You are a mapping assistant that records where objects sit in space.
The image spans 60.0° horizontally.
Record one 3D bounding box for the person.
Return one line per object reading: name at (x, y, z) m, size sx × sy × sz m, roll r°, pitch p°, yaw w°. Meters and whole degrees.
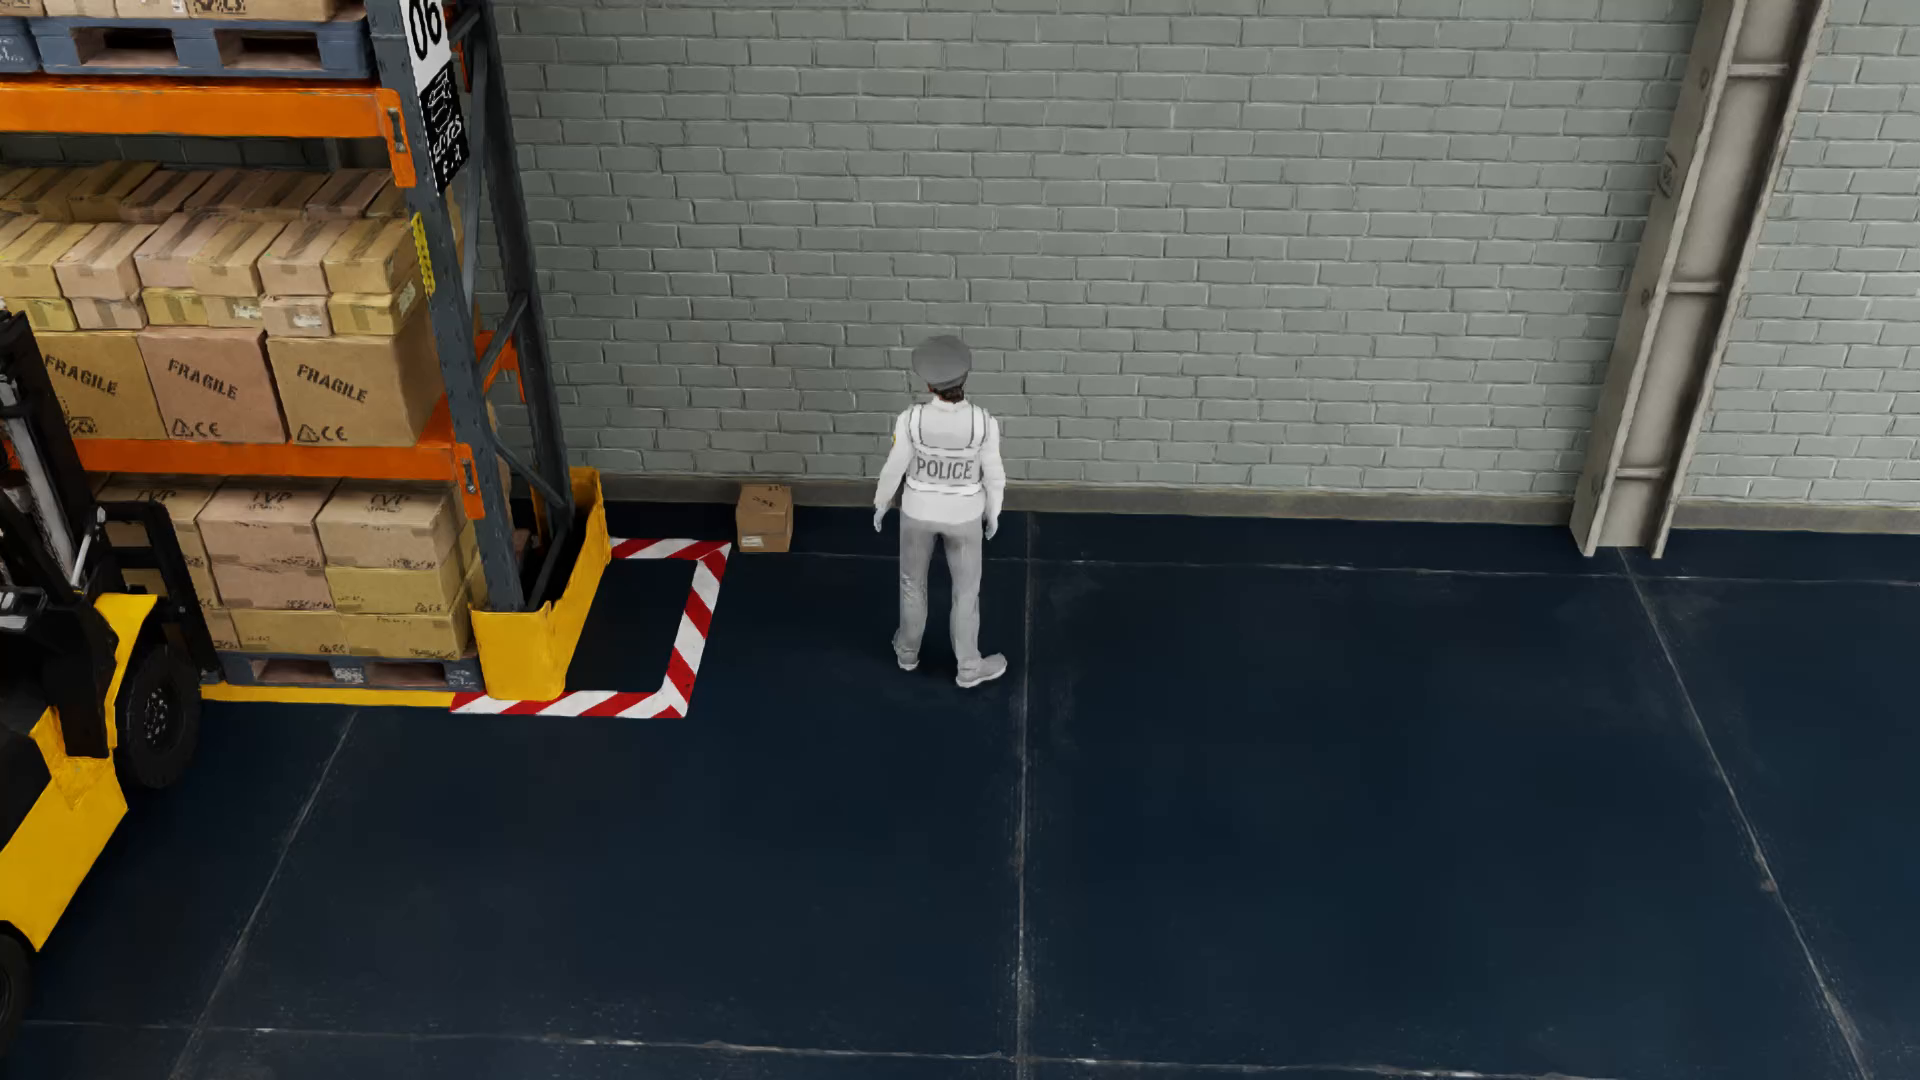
person at (-0.081, -0.113, 7.210) m, size 0.597 × 1.684 × 0.389 m, roll 2°, pitch 36°, yaw 3°
